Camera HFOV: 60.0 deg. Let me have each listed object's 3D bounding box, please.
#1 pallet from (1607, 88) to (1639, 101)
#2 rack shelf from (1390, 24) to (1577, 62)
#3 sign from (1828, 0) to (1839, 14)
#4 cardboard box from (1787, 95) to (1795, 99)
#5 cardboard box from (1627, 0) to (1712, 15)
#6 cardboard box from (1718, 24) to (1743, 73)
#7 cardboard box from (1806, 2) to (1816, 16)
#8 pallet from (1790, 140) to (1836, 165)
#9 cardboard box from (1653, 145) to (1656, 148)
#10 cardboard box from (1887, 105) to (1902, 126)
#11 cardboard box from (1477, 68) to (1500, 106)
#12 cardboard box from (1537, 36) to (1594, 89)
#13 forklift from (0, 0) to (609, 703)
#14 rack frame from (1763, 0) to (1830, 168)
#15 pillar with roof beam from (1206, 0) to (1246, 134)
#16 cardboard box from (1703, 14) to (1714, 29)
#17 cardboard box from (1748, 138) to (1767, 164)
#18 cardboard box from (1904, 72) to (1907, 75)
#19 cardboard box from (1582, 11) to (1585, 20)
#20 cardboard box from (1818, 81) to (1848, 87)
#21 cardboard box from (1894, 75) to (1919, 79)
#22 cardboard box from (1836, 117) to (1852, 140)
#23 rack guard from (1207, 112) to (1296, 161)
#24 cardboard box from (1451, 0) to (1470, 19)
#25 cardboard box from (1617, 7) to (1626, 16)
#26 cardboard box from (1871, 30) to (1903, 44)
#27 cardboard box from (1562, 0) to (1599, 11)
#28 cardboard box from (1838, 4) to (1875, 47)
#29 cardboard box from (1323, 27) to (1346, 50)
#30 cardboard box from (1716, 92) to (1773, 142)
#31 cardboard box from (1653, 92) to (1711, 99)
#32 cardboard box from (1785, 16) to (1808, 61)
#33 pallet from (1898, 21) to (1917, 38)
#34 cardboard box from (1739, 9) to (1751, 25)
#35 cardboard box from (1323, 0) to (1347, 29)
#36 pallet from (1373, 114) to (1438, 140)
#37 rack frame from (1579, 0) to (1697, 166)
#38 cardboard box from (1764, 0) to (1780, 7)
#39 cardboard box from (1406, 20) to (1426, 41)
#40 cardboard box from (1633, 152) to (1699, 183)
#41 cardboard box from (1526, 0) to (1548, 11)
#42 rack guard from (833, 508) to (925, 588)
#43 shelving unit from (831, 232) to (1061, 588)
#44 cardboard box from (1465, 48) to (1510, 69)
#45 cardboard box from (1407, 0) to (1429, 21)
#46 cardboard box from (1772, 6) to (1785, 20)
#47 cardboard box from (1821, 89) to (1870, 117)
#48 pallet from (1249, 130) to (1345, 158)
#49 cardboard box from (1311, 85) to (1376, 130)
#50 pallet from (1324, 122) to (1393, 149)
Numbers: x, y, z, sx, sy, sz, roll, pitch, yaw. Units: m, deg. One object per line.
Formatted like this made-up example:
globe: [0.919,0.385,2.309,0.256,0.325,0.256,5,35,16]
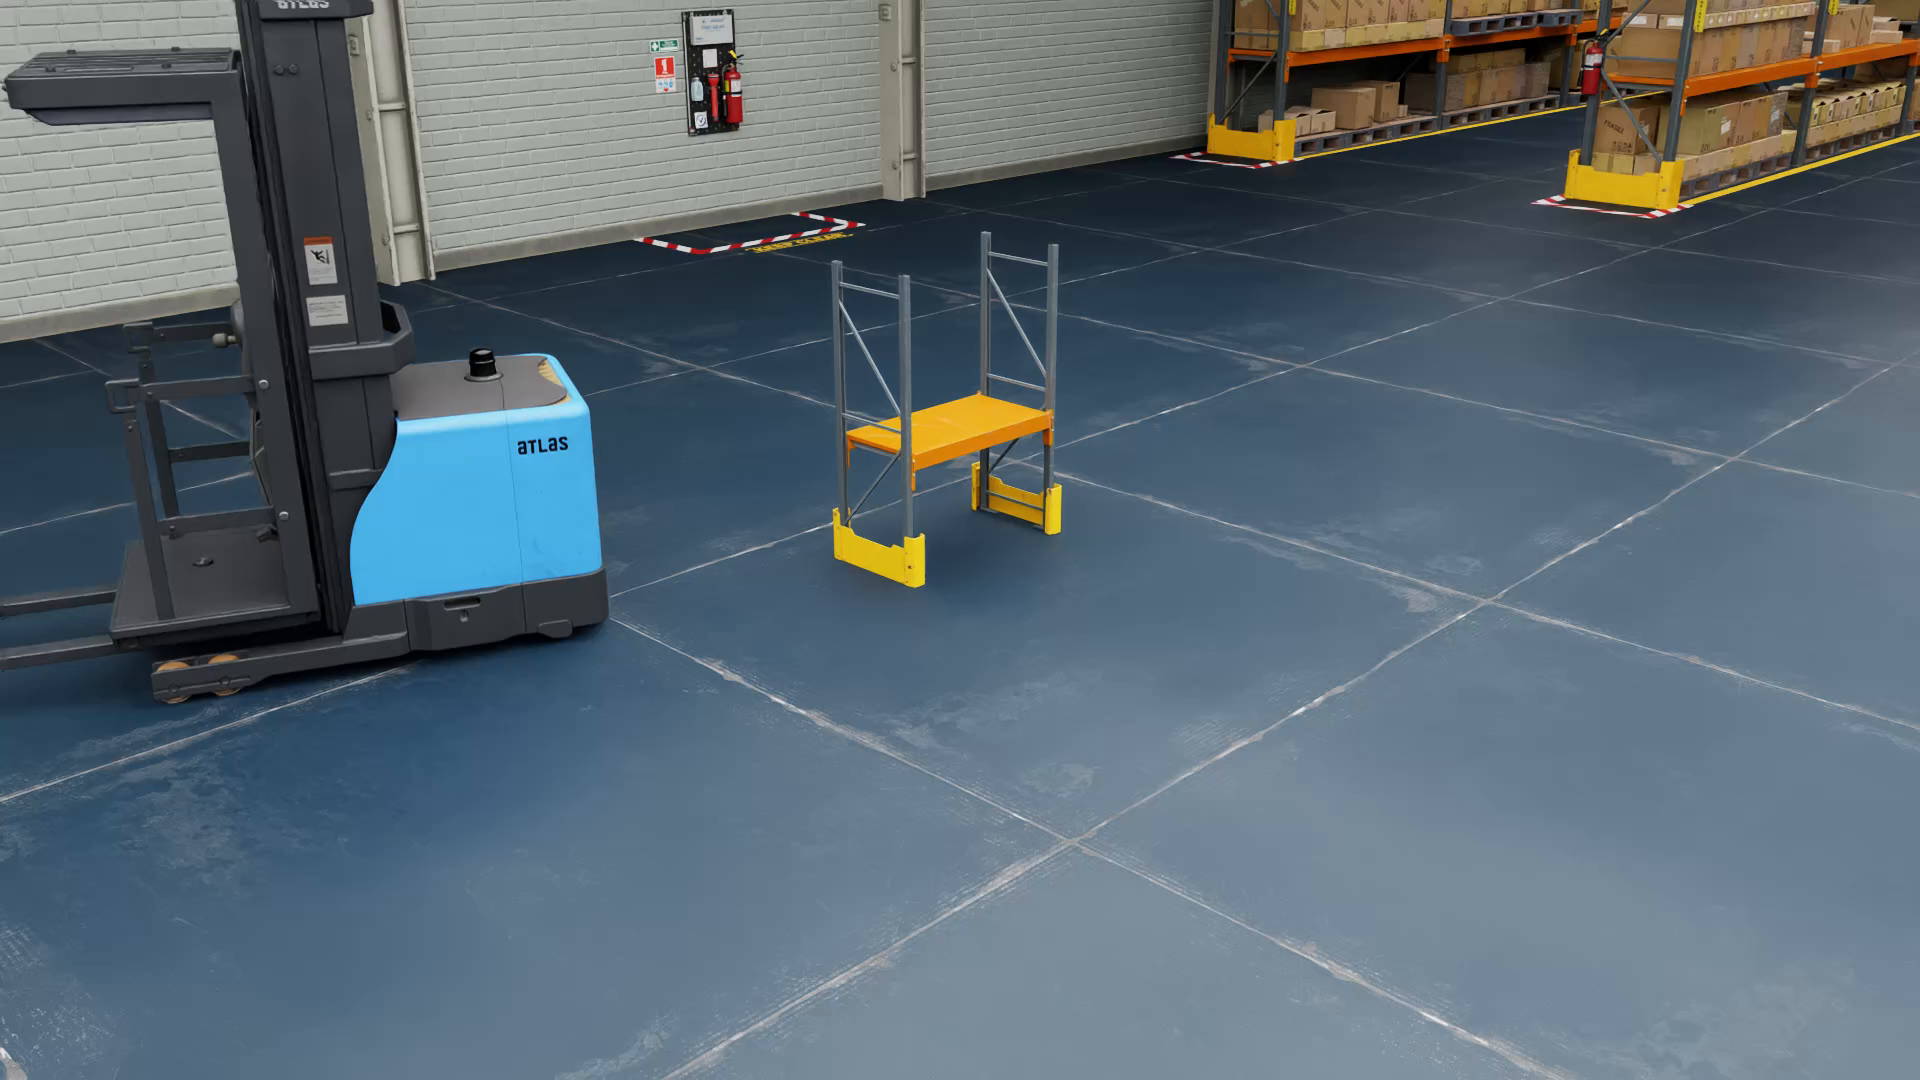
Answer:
pallet: [10.727,-7.601,28.056,1.003,0.211,1.213,19,28,41]
rack shelf: [7.877,-7.557,25.057,1.077,0.370,4.000,19,28,41]
sign: [10.433,-6.442,19.837,0.100,0.325,0.005,19,28,41]
cardboard box: [10.469,-5.625,21.494,0.500,0.311,0.500,-19,28,-41]
cardboard box: [7.615,-5.894,17.781,0.700,0.500,0.500,19,28,41]
cardboard box: [8.292,-5.537,18.661,0.700,0.500,0.500,19,28,41]
cardboard box: [9.998,-6.366,19.912,0.380,0.149,0.250,19,28,41]
pallet: [10.520,-5.037,21.386,1.003,0.211,1.213,19,28,41]
cardboard box: [7.746,-4.367,19.003,0.500,0.250,0.500,19,28,41]
cardboard box: [12.632,-5.884,22.950,0.500,0.250,0.500,-19,28,-41]
cardboard box: [7.693,-6.877,25.156,0.700,0.500,0.500,20,28,41]
cardboard box: [9.880,-7.755,26.982,0.750,0.750,0.750,19,28,40]
forklift: [-3.151,-0.912,6.863,3.031,2.935,1.130,-8,22,-20]
rack frame: [10.034,-6.140,20.367,1.000,3.000,0.127,19,28,41]
pillar with roof beam: [6.645,-8.470,18.067,9.100,9.000,0.400,19,28,41]
cardboard box: [7.854,-5.576,17.858,0.380,0.149,0.250,18,28,39]
cardboard box: [9.173,-4.620,19.661,0.500,0.250,0.500,19,28,41]
cardboard box: [13.670,-6.639,24.536,0.500,0.500,0.500,18,27,39]
cardboard box: [9.668,-8.325,26.376,0.380,0.149,0.250,19,28,40]
cardboard box: [11.888,-6.144,22.844,0.500,0.311,0.500,18,28,39]
cardboard box: [13.708,-6.388,23.884,0.500,0.500,0.500,18,27,39]
cardboard box: [11.210,-5.359,21.583,0.500,0.250,0.500,18,28,39]
rack guard: [3.745,-5.203,21.415,1.175,0.500,0.348,19,28,41]
cardboard box: [6.862,-7.753,23.812,0.700,0.500,0.500,19,28,41]
cardboard box: [10.730,-8.722,27.409,0.380,0.149,0.250,19,28,41]
cardboard box: [12.395,-6.750,22.306,0.380,0.149,0.250,19,28,41]
cardboard box: [9.795,-8.662,26.349,0.500,0.500,0.500,-19,28,-40]
cardboard box: [11.665,-6.779,21.892,0.500,0.500,0.500,17,27,38]
cardboard box: [4.612,-6.473,21.415,0.500,0.250,0.500,18,28,39]
cardboard box: [9.164,-4.973,19.535,0.500,0.500,0.500,19,28,41]
cardboard box: [8.441,-4.975,19.540,0.500,0.500,0.500,19,28,41]
cardboard box: [9.729,-6.071,20.048,0.700,0.500,0.500,18,28,39]
pallet: [13.247,-7.270,23.576,1.213,0.211,1.003,19,28,41]
cardboard box: [8.569,-5.839,18.543,0.380,0.149,0.250,19,28,40]
cardboard box: [4.592,-6.812,21.252,0.500,0.500,0.500,19,28,41]
pallet: [6.039,-5.895,23.619,1.003,0.211,1.213,19,28,41]
rack frame: [7.244,-5.111,17.692,1.000,3.000,0.127,19,28,41]
cardboard box: [9.027,-6.417,19.142,0.700,0.500,0.500,19,28,41]
cardboard box: [6.015,-6.994,22.772,0.500,0.250,0.500,19,28,41]
cardboard box: [7.777,-4.106,18.324,0.500,0.250,0.500,19,28,41]
cardboard box: [8.581,-8.385,25.456,0.700,0.500,0.500,16,26,36]
rack guard: [-0.401,0.031,8.146,0.587,0.250,0.087,19,28,41]
shelving unit: [-0.053,-0.680,8.255,0.587,1.500,1.083,19,28,41]
cardboard box: [8.010,-7.333,25.297,0.500,0.250,0.500,19,28,40]
cardboard box: [6.030,-7.339,22.624,0.500,0.500,0.500,19,28,40]
cardboard box: [9.287,-6.104,19.232,0.380,0.149,0.250,19,28,40]
cardboard box: [11.572,-5.753,21.828,0.500,0.311,0.500,-19,28,-41]
pallet: [4.337,-5.268,21.987,1.003,0.211,1.213,19,28,41]
cardboard box: [5.184,-5.867,22.528,0.700,0.500,0.500,17,27,37]
pallet: [5.188,-5.580,22.799,1.003,0.211,1.213,19,28,41]
